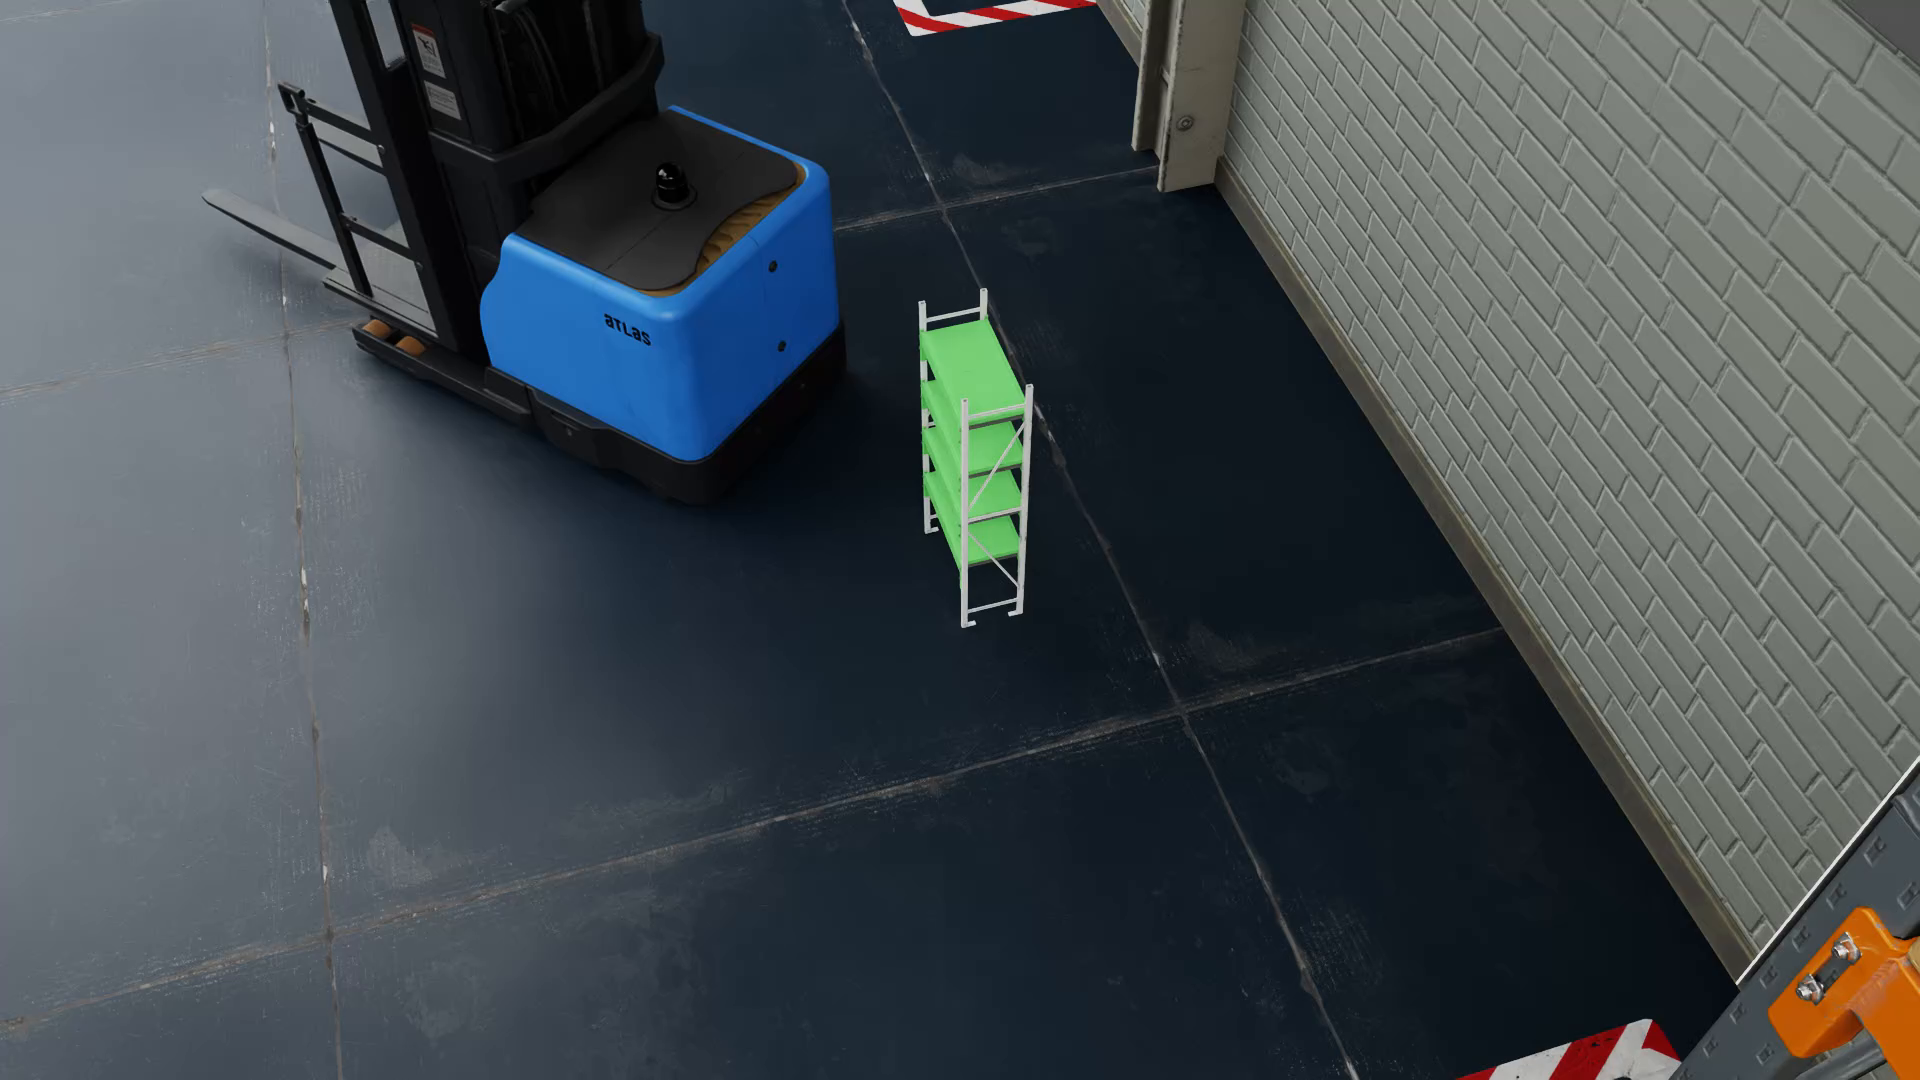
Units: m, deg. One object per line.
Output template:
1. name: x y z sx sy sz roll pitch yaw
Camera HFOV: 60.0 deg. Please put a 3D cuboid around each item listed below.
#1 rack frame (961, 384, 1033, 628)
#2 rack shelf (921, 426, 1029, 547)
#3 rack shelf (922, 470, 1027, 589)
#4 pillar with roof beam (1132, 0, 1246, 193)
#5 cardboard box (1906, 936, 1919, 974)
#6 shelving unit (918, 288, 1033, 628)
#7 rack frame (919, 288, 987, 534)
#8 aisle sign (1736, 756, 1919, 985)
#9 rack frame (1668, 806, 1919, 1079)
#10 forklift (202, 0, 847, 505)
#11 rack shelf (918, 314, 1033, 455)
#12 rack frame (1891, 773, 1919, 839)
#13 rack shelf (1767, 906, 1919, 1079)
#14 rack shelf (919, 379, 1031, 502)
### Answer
1. rack frame: 0.121 -0.088 5.829 0.240 1.200 0.015 -13 51 -11
2. rack shelf: 0.049 -0.225 6.028 0.258 0.148 0.480 -13 51 -11
3. rack shelf: 0.049 -0.070 6.211 0.258 0.148 0.480 -13 51 -11
4. pillar with roof beam: -3.065 -3.763 3.826 9.100 9.000 0.400 -13 51 -11
5. cardboard box: 1.649 0.559 2.066 0.500 0.500 0.500 -12 51 -10
6. shelving unit: 0.049 -0.266 5.979 0.258 1.200 0.503 -13 51 -11
7. rack frame: -0.023 -0.444 6.129 0.240 1.200 0.015 -13 51 -11
8. aisle sign: 1.481 0.441 2.506 0.394 0.787 0.004 -13 51 -11
9. rack frame: 1.789 1.264 3.512 1.000 3.000 0.127 -13 51 -11
10. forklift: -2.001 -1.965 6.280 3.031 2.935 1.130 26 55 20
11. rack shelf: 0.049 -0.534 5.661 0.258 0.148 0.480 -13 51 -11
12. rack frame: 1.789 -0.670 1.219 1.000 3.000 0.127 -13 51 -11
13. rack shelf: 2.380 1.989 1.409 1.077 0.370 4.000 -13 51 -11
14. rack shelf: 0.049 -0.379 5.844 0.258 0.148 0.480 -13 51 -11
